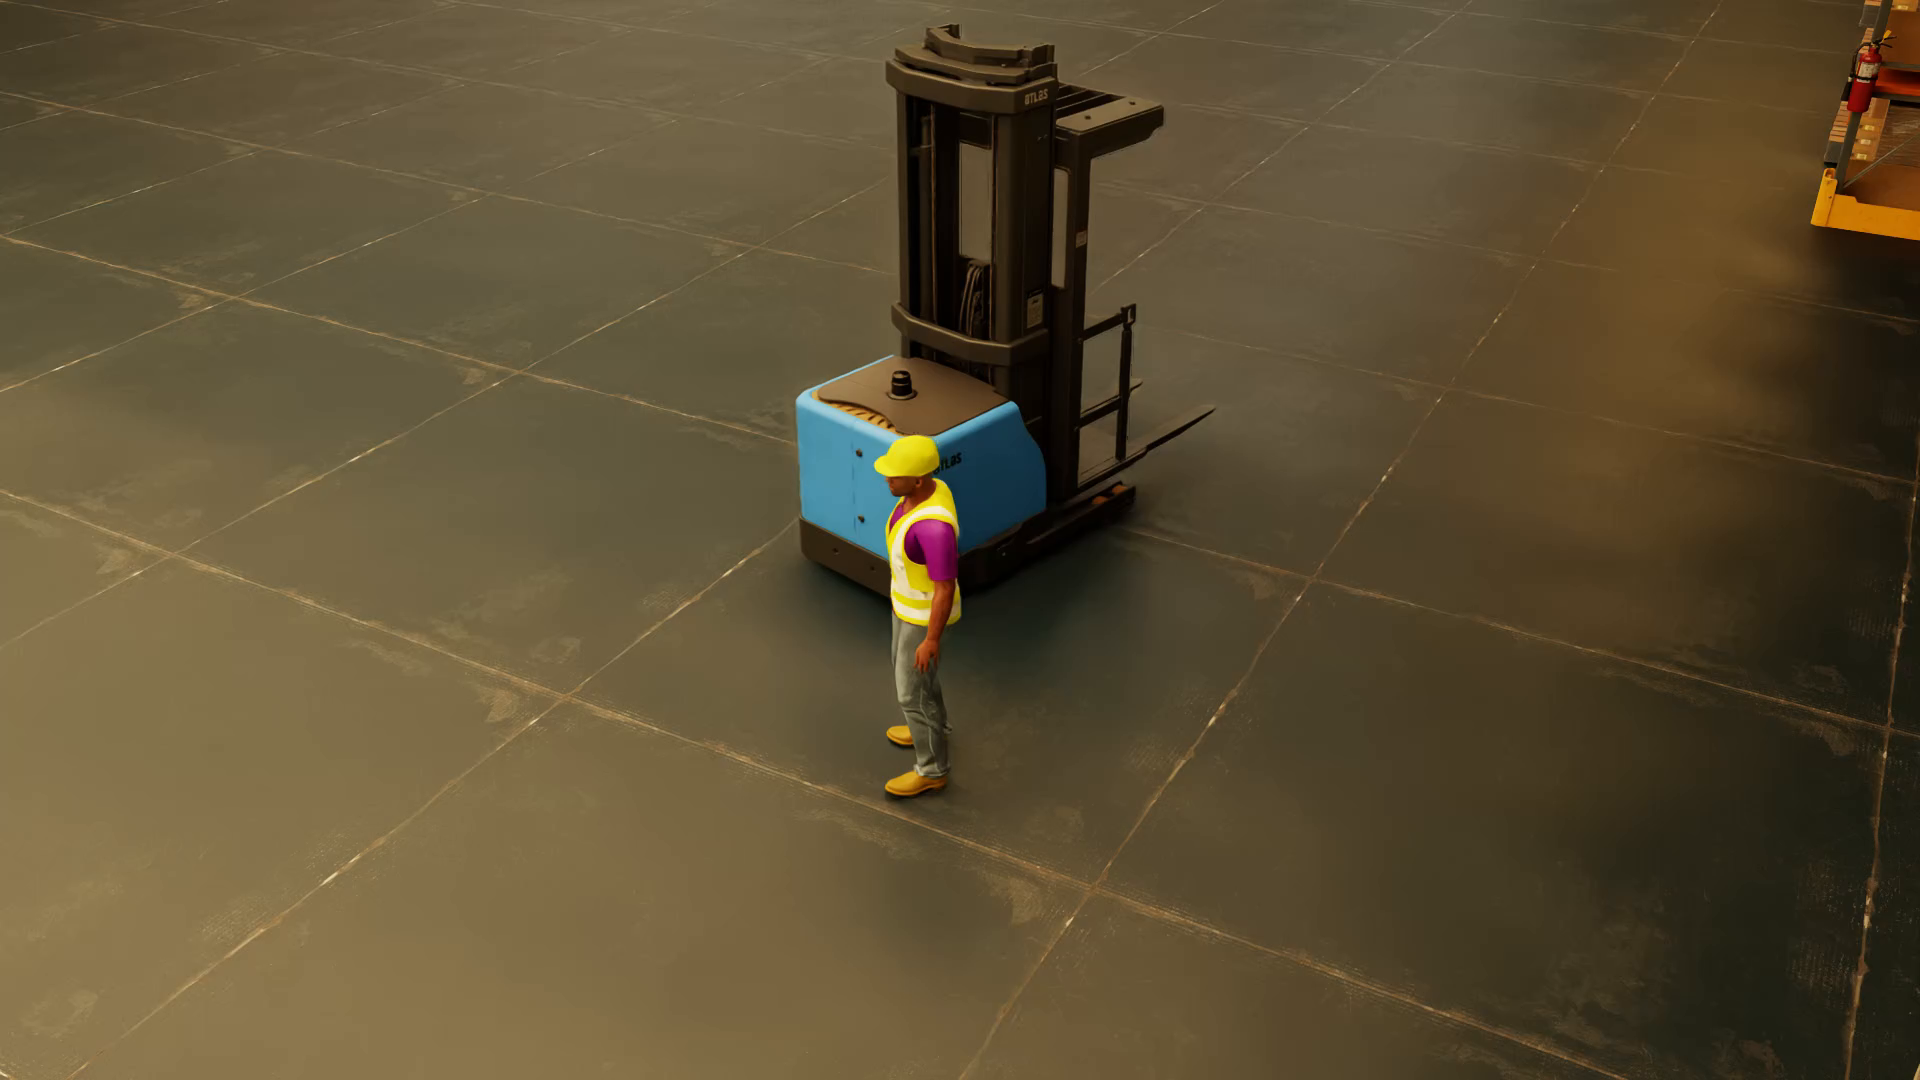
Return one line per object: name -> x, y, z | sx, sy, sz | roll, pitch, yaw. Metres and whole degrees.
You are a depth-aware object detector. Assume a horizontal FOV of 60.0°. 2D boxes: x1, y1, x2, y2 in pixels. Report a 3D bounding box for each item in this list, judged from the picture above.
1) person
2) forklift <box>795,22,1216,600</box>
person -> -0.198, 0.314, 7.705 | 0.393, 1.757, 0.756 | -5, 30, -8
forklift -> 0.436, -1.527, 9.716 | 1.130, 2.935, 3.031 | 25, 38, 36
